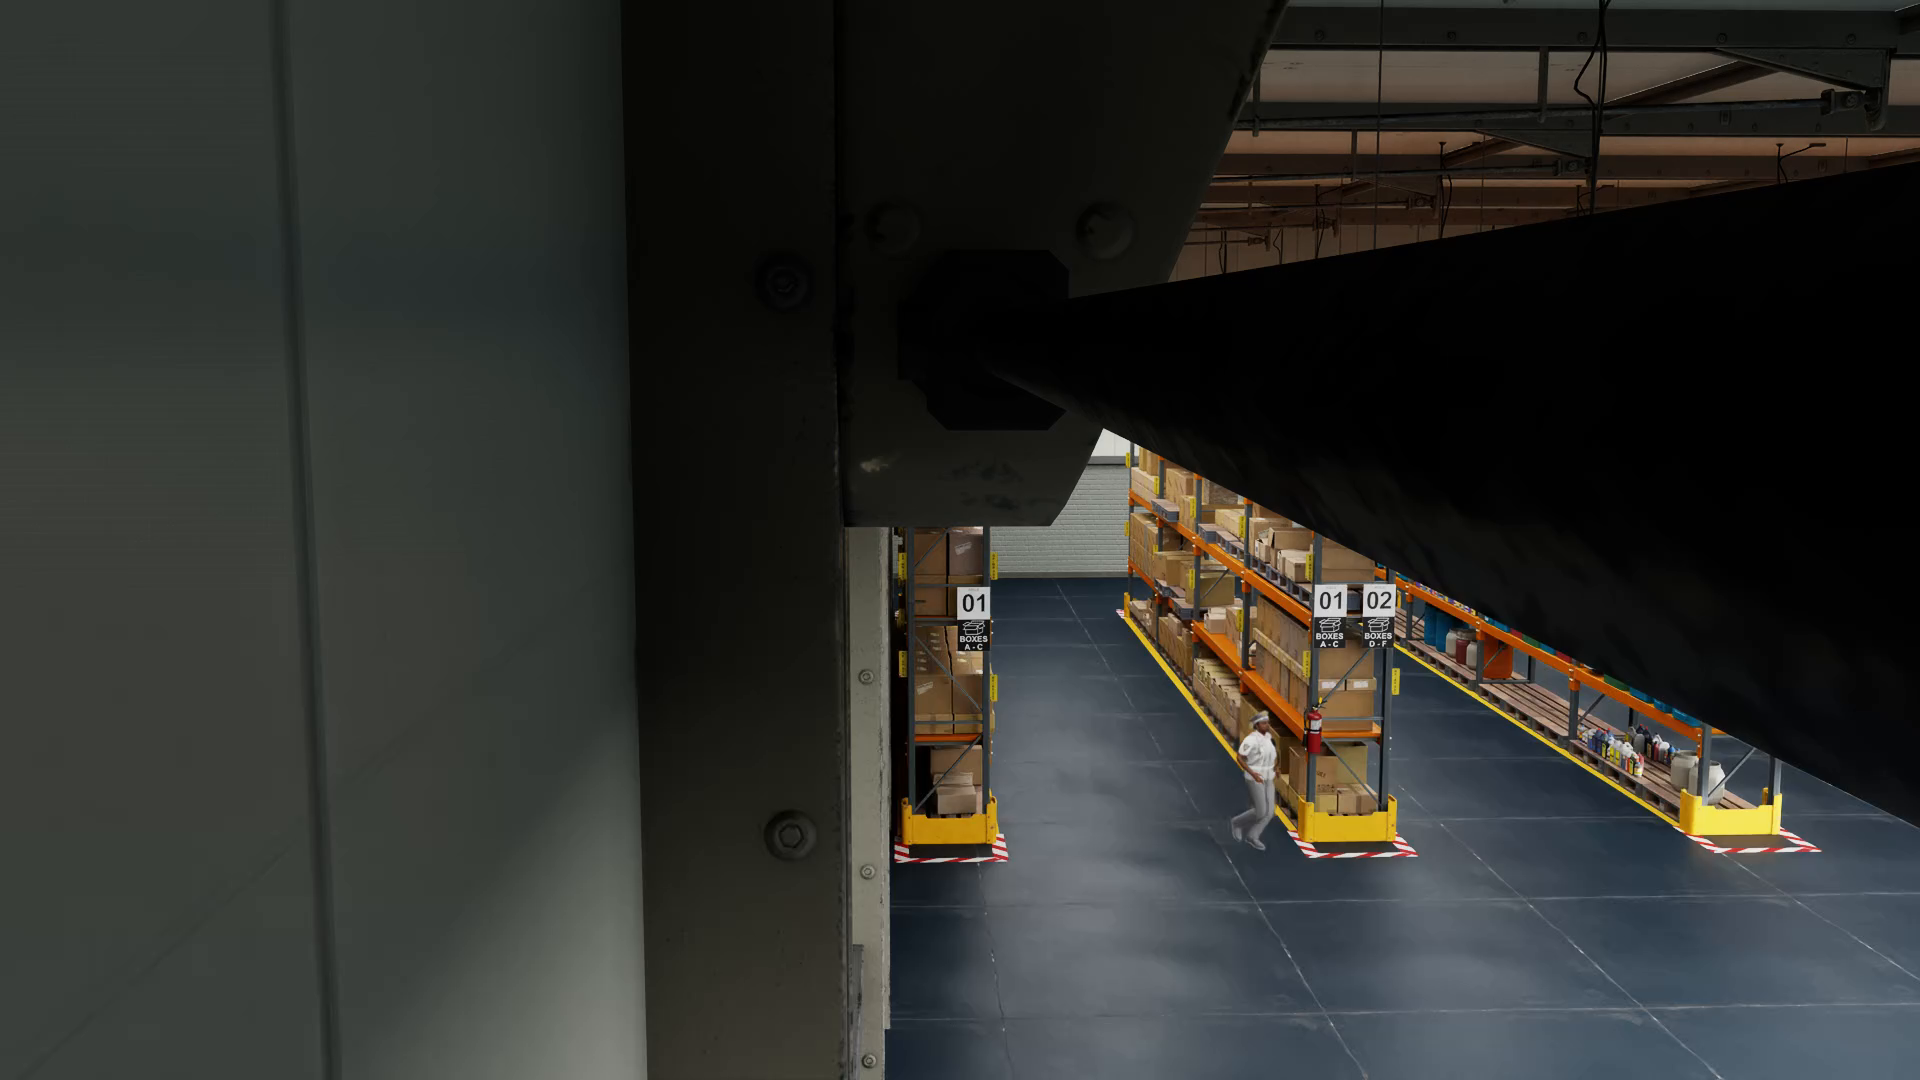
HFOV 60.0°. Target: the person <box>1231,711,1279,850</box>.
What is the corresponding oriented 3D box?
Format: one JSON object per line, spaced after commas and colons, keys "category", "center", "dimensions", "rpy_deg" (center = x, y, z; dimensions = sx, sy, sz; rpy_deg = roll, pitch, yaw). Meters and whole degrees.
{"category": "person", "center": [3.587, 2.866, 20.038], "dimensions": [0.608, 1.667, 0.516], "rpy_deg": [-6, 10, -40]}
